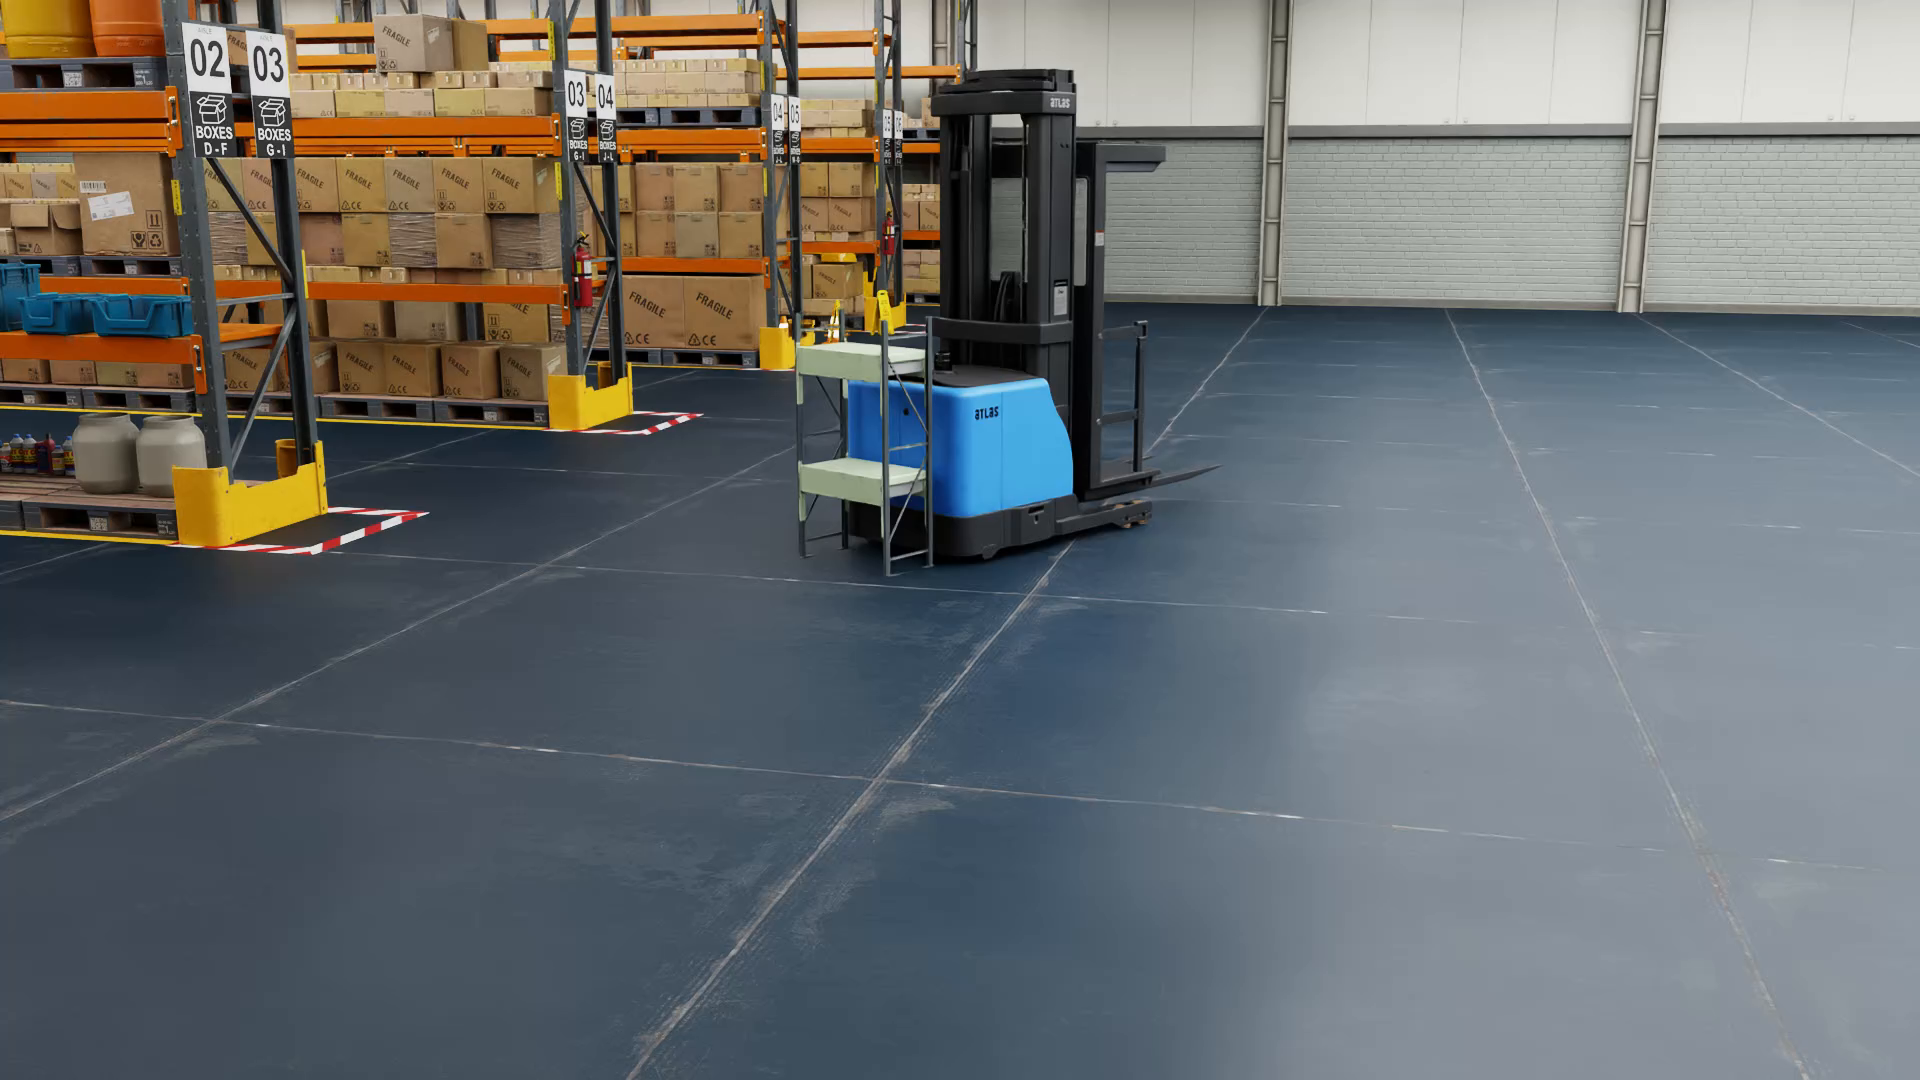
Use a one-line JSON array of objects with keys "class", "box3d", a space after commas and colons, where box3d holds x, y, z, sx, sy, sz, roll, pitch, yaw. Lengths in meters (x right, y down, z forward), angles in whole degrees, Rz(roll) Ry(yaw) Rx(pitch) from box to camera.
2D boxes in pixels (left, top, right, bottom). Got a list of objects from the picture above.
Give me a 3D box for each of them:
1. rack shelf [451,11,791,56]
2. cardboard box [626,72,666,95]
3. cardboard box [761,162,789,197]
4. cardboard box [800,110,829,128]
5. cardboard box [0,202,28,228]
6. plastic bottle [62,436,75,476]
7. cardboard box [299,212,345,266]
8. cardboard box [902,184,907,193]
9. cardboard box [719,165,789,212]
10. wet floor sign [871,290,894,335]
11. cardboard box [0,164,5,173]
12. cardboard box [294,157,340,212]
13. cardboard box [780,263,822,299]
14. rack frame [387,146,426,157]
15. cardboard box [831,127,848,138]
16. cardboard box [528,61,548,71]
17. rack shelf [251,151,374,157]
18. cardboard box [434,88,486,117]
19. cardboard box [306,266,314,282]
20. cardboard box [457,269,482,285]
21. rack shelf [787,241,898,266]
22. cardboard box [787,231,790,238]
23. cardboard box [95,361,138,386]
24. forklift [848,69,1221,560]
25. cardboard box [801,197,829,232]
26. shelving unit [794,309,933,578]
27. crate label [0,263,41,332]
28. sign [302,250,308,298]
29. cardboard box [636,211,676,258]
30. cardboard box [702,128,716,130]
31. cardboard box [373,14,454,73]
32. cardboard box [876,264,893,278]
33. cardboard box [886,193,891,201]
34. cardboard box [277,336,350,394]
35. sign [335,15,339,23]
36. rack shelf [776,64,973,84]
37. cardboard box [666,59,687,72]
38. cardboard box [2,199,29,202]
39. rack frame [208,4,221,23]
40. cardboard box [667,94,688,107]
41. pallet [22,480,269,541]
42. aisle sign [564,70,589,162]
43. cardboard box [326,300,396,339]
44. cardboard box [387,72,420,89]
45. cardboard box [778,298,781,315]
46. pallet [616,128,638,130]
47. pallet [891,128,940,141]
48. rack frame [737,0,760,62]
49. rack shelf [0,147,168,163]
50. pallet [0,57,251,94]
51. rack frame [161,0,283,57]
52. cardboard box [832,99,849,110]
[{"class": "rack shelf", "box3d": [-4.083, -6.121, 20.130, 4.000, 0.370, 1.077, 3, 13, 14]}, {"class": "cardboard box", "box3d": [-3.656, -5.444, 19.879, 0.500, 0.250, 0.500, 3, 13, 13]}, {"class": "cardboard box", "box3d": [-2.611, -5.376, 24.814, 0.500, 0.500, 0.700, 3, 13, 13]}, {"class": "cardboard box", "box3d": [-2.100, -6.216, 24.561, 0.500, 0.250, 0.500, 3, 13, 13]}, {"class": "cardboard box", "box3d": [-10.095, -3.238, 17.204, 0.500, 0.500, 0.700, 5, 13, 22]}, {"class": "plastic bottle", "box3d": [-6.300, -0.598, 11.786, 0.097, 0.271, 0.097, 0, 13, 0]}, {"class": "cardboard box", "box3d": [-5.902, -2.924, 16.070, 0.500, 0.500, 0.875, 3, 13, 14]}, {"class": "cardboard box", "box3d": [-0.997, -6.252, 29.575, 0.250, 0.149, 0.380, 3, 13, 14]}, {"class": "cardboard box", "box3d": [-2.492, -4.262, 20.181, 0.550, 0.550, 0.875, 3, 13, 14]}, {"class": "wet floor sign", "box3d": [-1.125, -3.296, 24.102, 0.232, 0.644, 0.267, 8, 15, 33]}, {"class": "cardboard box", "box3d": [-16.037, -6.289, 28.120, 0.250, 0.149, 0.380, 3, 13, 15]}, {"class": "cardboard box", "box3d": [-5.964, -3.358, 15.718, 0.500, 0.500, 0.500, 3, 13, 14]}, {"class": "cardboard box", "box3d": [-2.401, -3.923, 25.136, 0.500, 0.500, 0.500, 4, 13, 16]}, {"class": "rack frame", "box3d": [-8.820, -5.096, 26.777, 0.127, 3.000, 1.000, 3, 13, 14]}, {"class": "cardboard box", "box3d": [-1.716, -5.988, 24.454, 0.250, 0.149, 0.380, 3, 13, 14]}, {"class": "cardboard box", "box3d": [-5.012, -5.697, 20.101, 0.250, 0.149, 0.380, 3, 13, 13]}, {"class": "rack shelf", "box3d": [-13.460, -7.564, 32.639, 4.000, 0.370, 1.077, 3, 13, 14]}, {"class": "cardboard box", "box3d": [-4.442, -3.985, 15.190, 0.500, 0.250, 0.500, 3, 13, 14]}, {"class": "cardboard box", "box3d": [-6.208, -2.552, 15.890, 0.250, 0.149, 0.380, 3, 13, 14]}, {"class": "cardboard box", "box3d": [-4.490, -2.477, 15.553, 0.250, 0.149, 0.380, 3, 13, 14]}, {"class": "rack shelf", "box3d": [-2.995, -4.433, 25.452, 4.000, 0.370, 1.077, 3, 13, 14]}, {"class": "cardboard box", "box3d": [-2.456, -4.590, 25.077, 0.250, 0.149, 0.380, 3, 13, 14]}, {"class": "cardboard box", "box3d": [-8.361, -1.864, 16.965, 0.500, 0.500, 0.700, 3, 13, 13]}, {"class": "forklift", "box3d": [0.648, -1.568, 11.036, 1.130, 2.935, 3.031, 11, 17, 41]}, {"class": "cardboard box", "box3d": [-2.131, -4.872, 24.850, 0.500, 0.500, 0.500, 3, 13, 14]}, {"class": "shelving unit", "box3d": [-0.576, -0.595, 9.954, 0.755, 1.500, 0.431, 11, 17, 41]}, {"class": "crate label", "box3d": [-6.466, -1.611, 10.989, 0.616, 0.435, 0.502, 3, 13, 14]}, {"class": "sign", "box3d": [-4.478, -1.806, 11.309, 0.005, 0.325, 0.100, 3, 13, 14]}, {"class": "cardboard box", "box3d": [-3.565, -3.797, 20.576, 0.550, 0.550, 0.875, 3, 13, 14]}, {"class": "cardboard box", "box3d": [-3.695, -6.110, 25.002, 0.250, 0.149, 0.380, 3, 13, 12]}, {"class": "cardboard box", "box3d": [-4.993, -4.527, 15.213, 0.500, 0.500, 0.500, 3, 13, 14]}, {"class": "cardboard box", "box3d": [-1.406, -4.842, 29.855, 0.500, 0.250, 0.500, 3, 13, 12]}, {"class": "cardboard box", "box3d": [-1.272, -6.102, 29.583, 0.250, 0.149, 0.380, 3, 13, 12]}, {"class": "cardboard box", "box3d": [-6.374, -1.732, 16.415, 0.500, 0.500, 0.500, 8, 15, 31]}, {"class": "sign", "box3d": [-11.666, -9.658, 31.149, 0.005, 0.325, 0.100, 3, 13, 14]}, {"class": "rack shelf", "box3d": [-1.809, -8.211, 29.551, 4.000, 0.370, 1.077, 3, 13, 14]}, {"class": "cardboard box", "box3d": [-3.292, -5.605, 19.686, 0.250, 0.149, 0.380, 3, 13, 14]}, {"class": "cardboard box", "box3d": [-12.508, -4.459, 22.145, 0.250, 0.149, 0.380, 3, 13, 13]}, {"class": "rack frame", "box3d": [-9.908, -6.979, 21.412, 0.127, 3.000, 1.000, 3, 13, 14]}, {"class": "cardboard box", "box3d": [-3.284, -5.216, 19.772, 0.250, 0.149, 0.380, 3, 13, 14]}, {"class": "pallet", "box3d": [-5.487, -0.231, 11.289, 1.213, 0.211, 1.003, 3, 13, 14]}, {"class": "aisle sign", "box3d": [-3.439, -3.800, 14.932, 0.004, 0.787, 0.394, 3, 13, 14]}, {"class": "cardboard box", "box3d": [-7.584, -3.013, 21.613, 0.750, 0.750, 1.050, 3, 13, 14]}, {"class": "cardboard box", "box3d": [-5.033, -4.200, 15.241, 0.250, 0.149, 0.380, 2, 13, 11]}, {"class": "cardboard box", "box3d": [-2.913, -3.583, 25.338, 0.500, 0.250, 0.500, 3, 13, 12]}, {"class": "pallet", "box3d": [-5.511, -6.315, 25.782, 1.003, 0.211, 1.213, 3, 13, 14]}, {"class": "pallet", "box3d": [-0.548, -7.188, 29.486, 1.213, 0.211, 1.003, 3, 13, 14]}, {"class": "rack frame", "box3d": [-3.751, -8.861, 29.897, 0.127, 3.000, 1.000, 3, 13, 14]}, {"class": "rack shelf", "box3d": [-14.645, -6.520, 27.934, 4.000, 0.370, 1.077, 3, 13, 14]}, {"class": "pallet", "box3d": [-5.394, -2.991, 10.800, 1.213, 0.211, 1.003, 3, 13, 14]}, {"class": "rack frame", "box3d": [-4.614, -4.484, 10.169, 0.127, 3.000, 1.000, 3, 13, 14]}, {"class": "cardboard box", "box3d": [-1.693, -6.389, 24.418, 0.250, 0.149, 0.380, 3, 13, 15]}]
